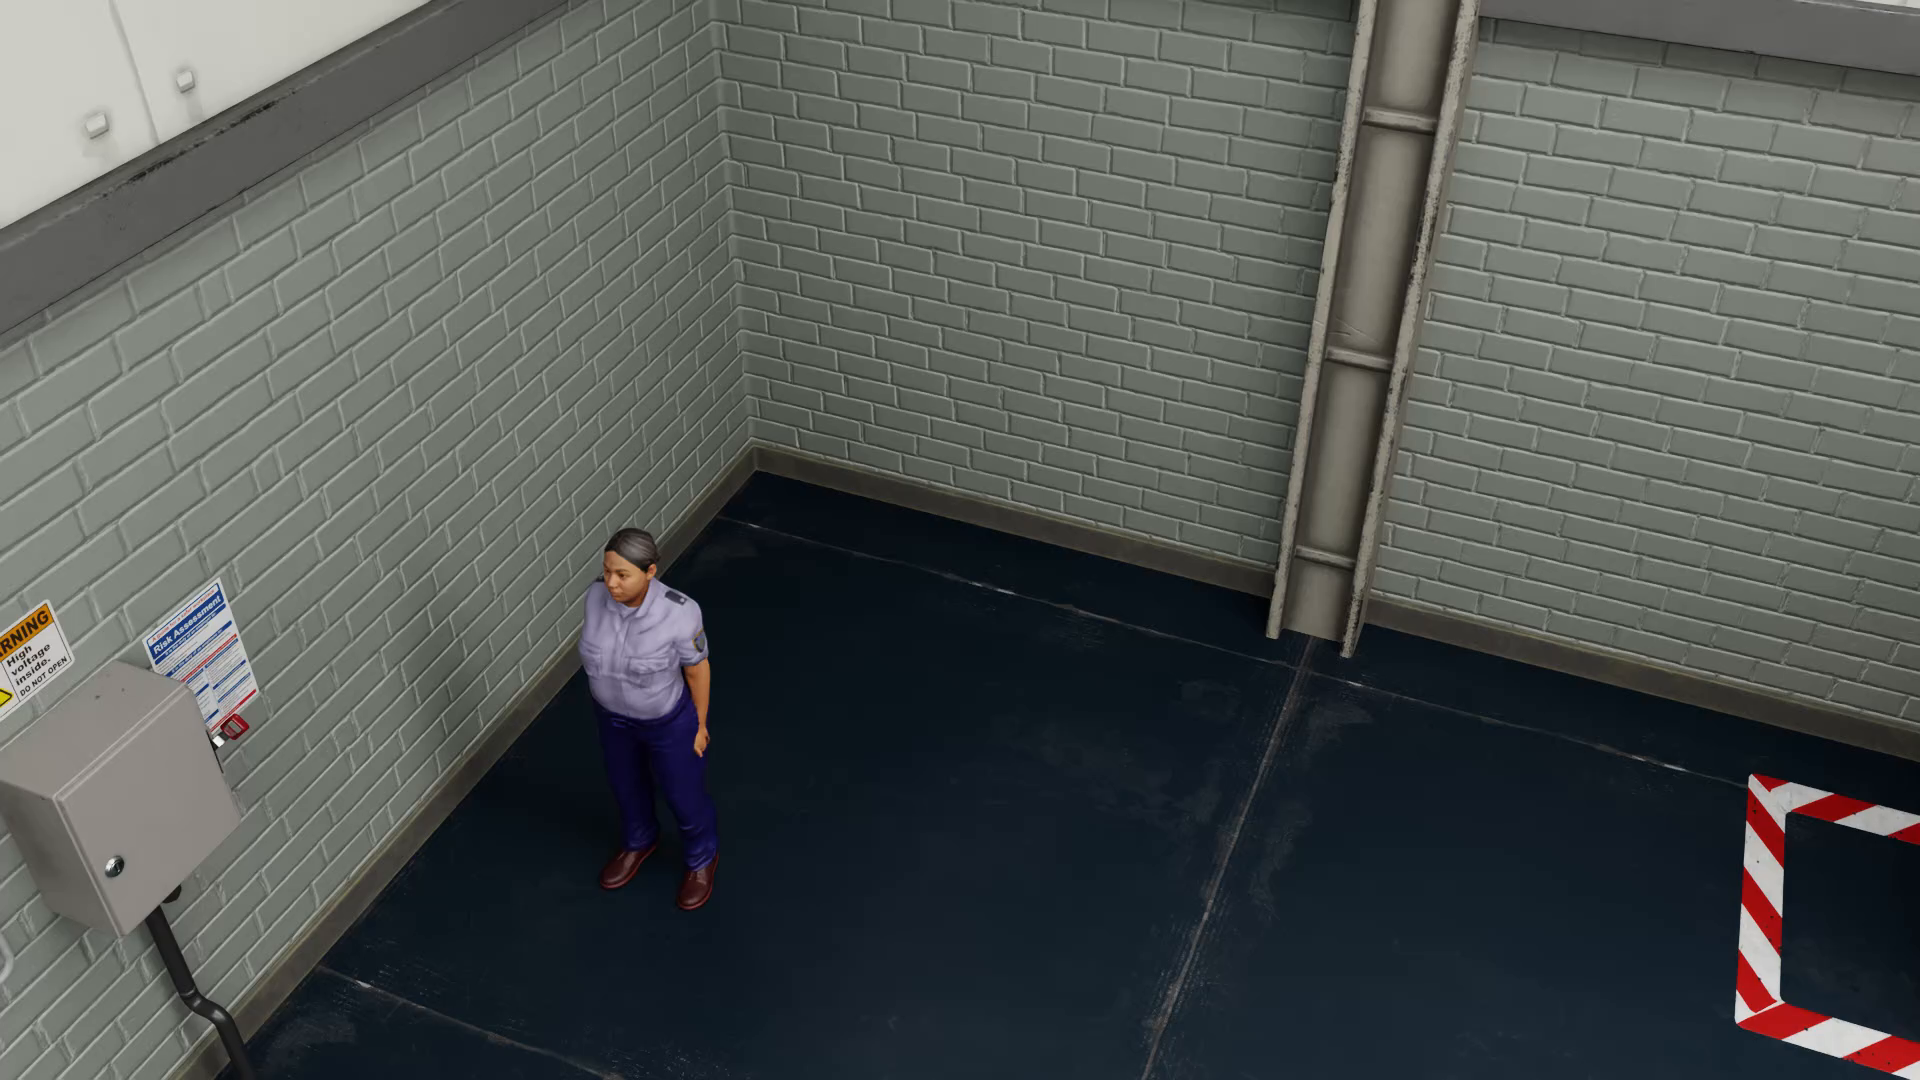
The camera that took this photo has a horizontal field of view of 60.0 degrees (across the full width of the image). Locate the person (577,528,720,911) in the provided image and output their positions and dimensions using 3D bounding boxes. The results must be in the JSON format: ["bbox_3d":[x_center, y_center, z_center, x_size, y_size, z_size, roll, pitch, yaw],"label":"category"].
[{"bbox_3d":[-1.129,0.638,6.005,0.487,1.651,0.361,12,39,14],"label":"person"}]
